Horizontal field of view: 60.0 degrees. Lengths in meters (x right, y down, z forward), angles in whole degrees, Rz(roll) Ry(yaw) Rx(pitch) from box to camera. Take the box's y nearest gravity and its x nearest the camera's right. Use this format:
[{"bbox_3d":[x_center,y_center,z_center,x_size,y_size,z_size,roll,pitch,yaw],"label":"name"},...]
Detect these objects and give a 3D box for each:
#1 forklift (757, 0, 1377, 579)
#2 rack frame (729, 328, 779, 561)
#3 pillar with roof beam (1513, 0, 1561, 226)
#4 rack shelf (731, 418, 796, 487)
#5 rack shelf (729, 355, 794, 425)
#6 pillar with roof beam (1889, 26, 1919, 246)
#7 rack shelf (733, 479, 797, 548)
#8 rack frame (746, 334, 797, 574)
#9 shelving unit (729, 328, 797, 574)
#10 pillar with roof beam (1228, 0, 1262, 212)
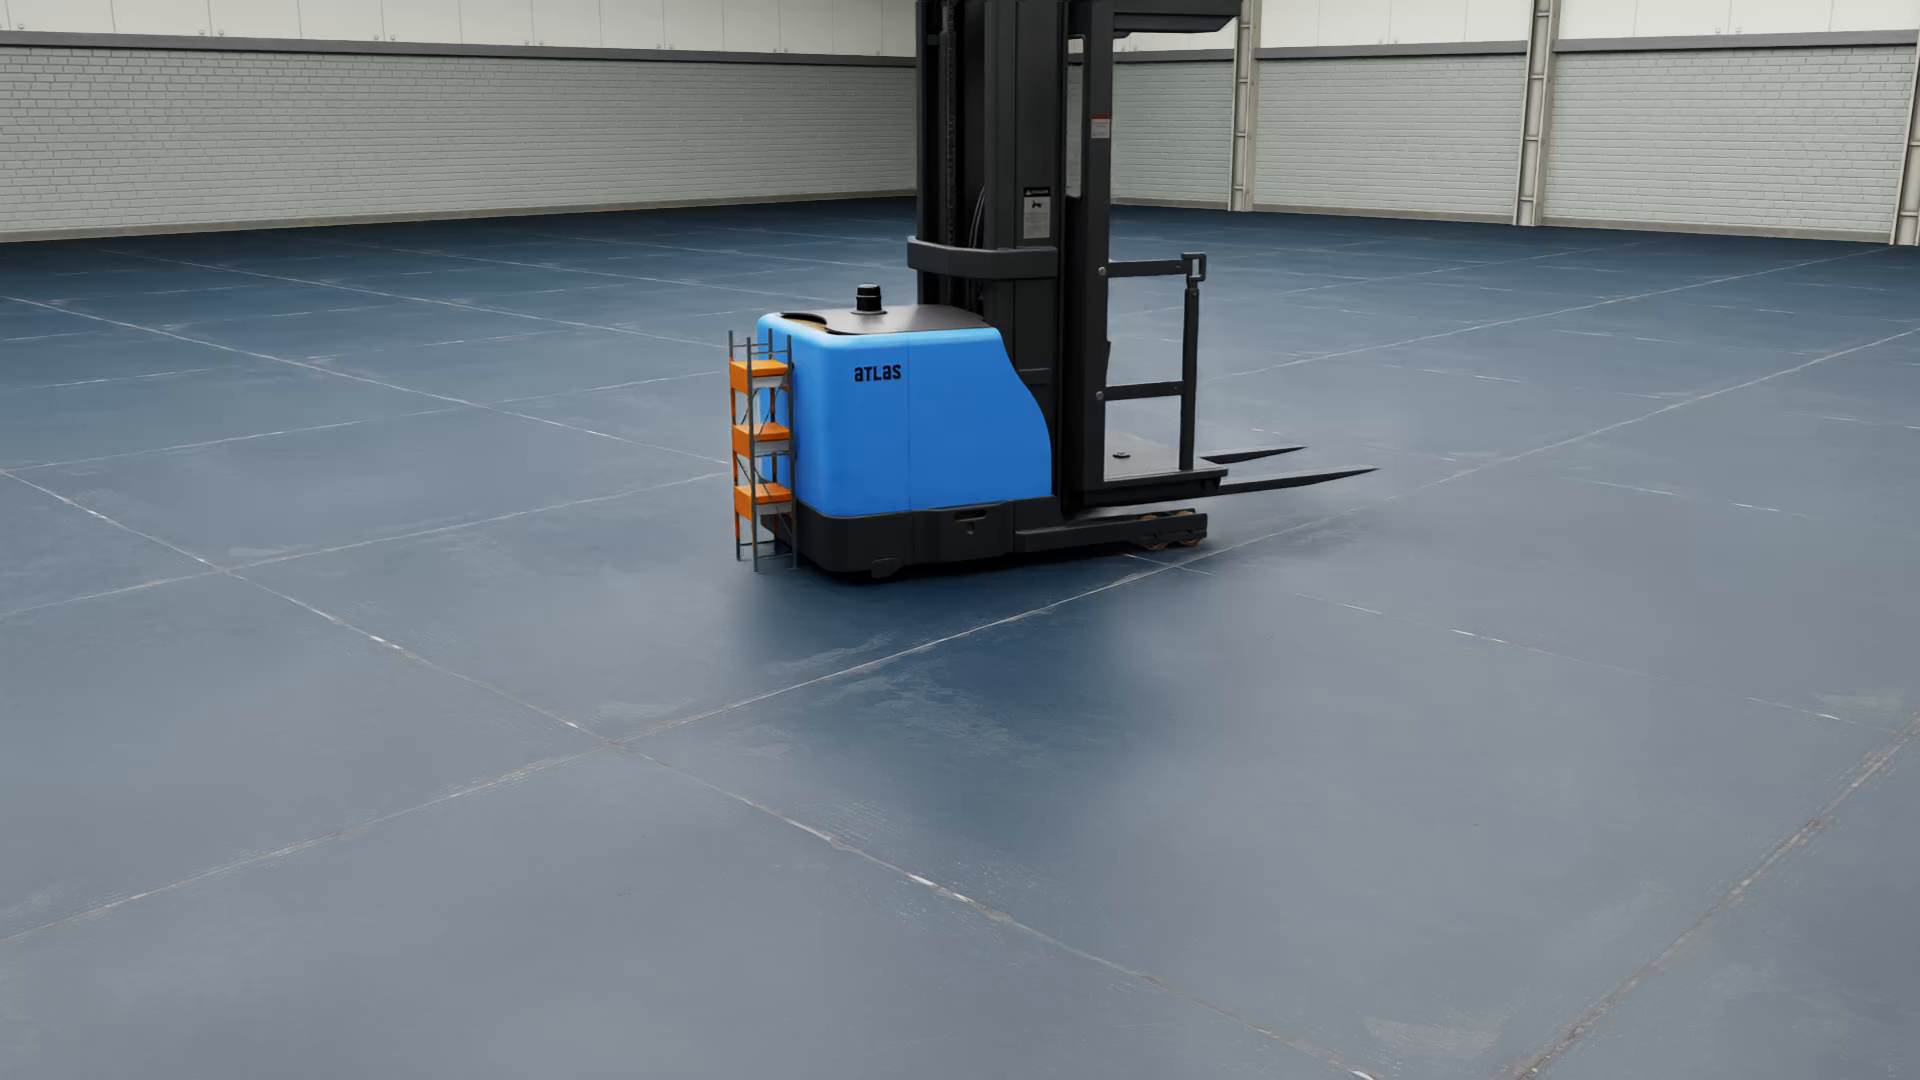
[{"bbox_3d":[0.607,-1.481,7.804,3.031,2.935,1.130,-7,16,-24],"label":"forklift"},{"bbox_3d":[-0.925,-0.423,7.472,0.200,1.050,0.008,-7,16,-25],"label":"rack frame"},{"bbox_3d":[6.899,-9.058,24.848,0.400,9.000,9.100,14,20,42],"label":"pillar with roof beam"},{"bbox_3d":[-0.872,-0.385,7.368,0.215,0.259,0.240,-7,16,-25],"label":"rack shelf"},{"bbox_3d":[-0.872,-0.659,7.297,0.215,0.259,0.240,-7,16,-25],"label":"rack shelf"},{"bbox_3d":[11.218,-8.008,20.818,0.400,9.000,9.100,14,20,42],"label":"pillar with roof beam"},{"bbox_3d":[-0.872,-0.116,7.438,0.215,0.259,0.240,-7,16,-25],"label":"rack shelf"},{"bbox_3d":[-0.819,-0.367,7.259,0.200,1.050,0.008,-7,16,-25],"label":"rack frame"},{"bbox_3d":[-0.872,-0.395,7.366,0.215,1.050,0.252,-7,16,-25],"label":"shelving unit"},{"bbox_3d":[2.579,-10.108,28.878,0.400,9.000,9.100,14,20,42],"label":"pillar with roof beam"}]
